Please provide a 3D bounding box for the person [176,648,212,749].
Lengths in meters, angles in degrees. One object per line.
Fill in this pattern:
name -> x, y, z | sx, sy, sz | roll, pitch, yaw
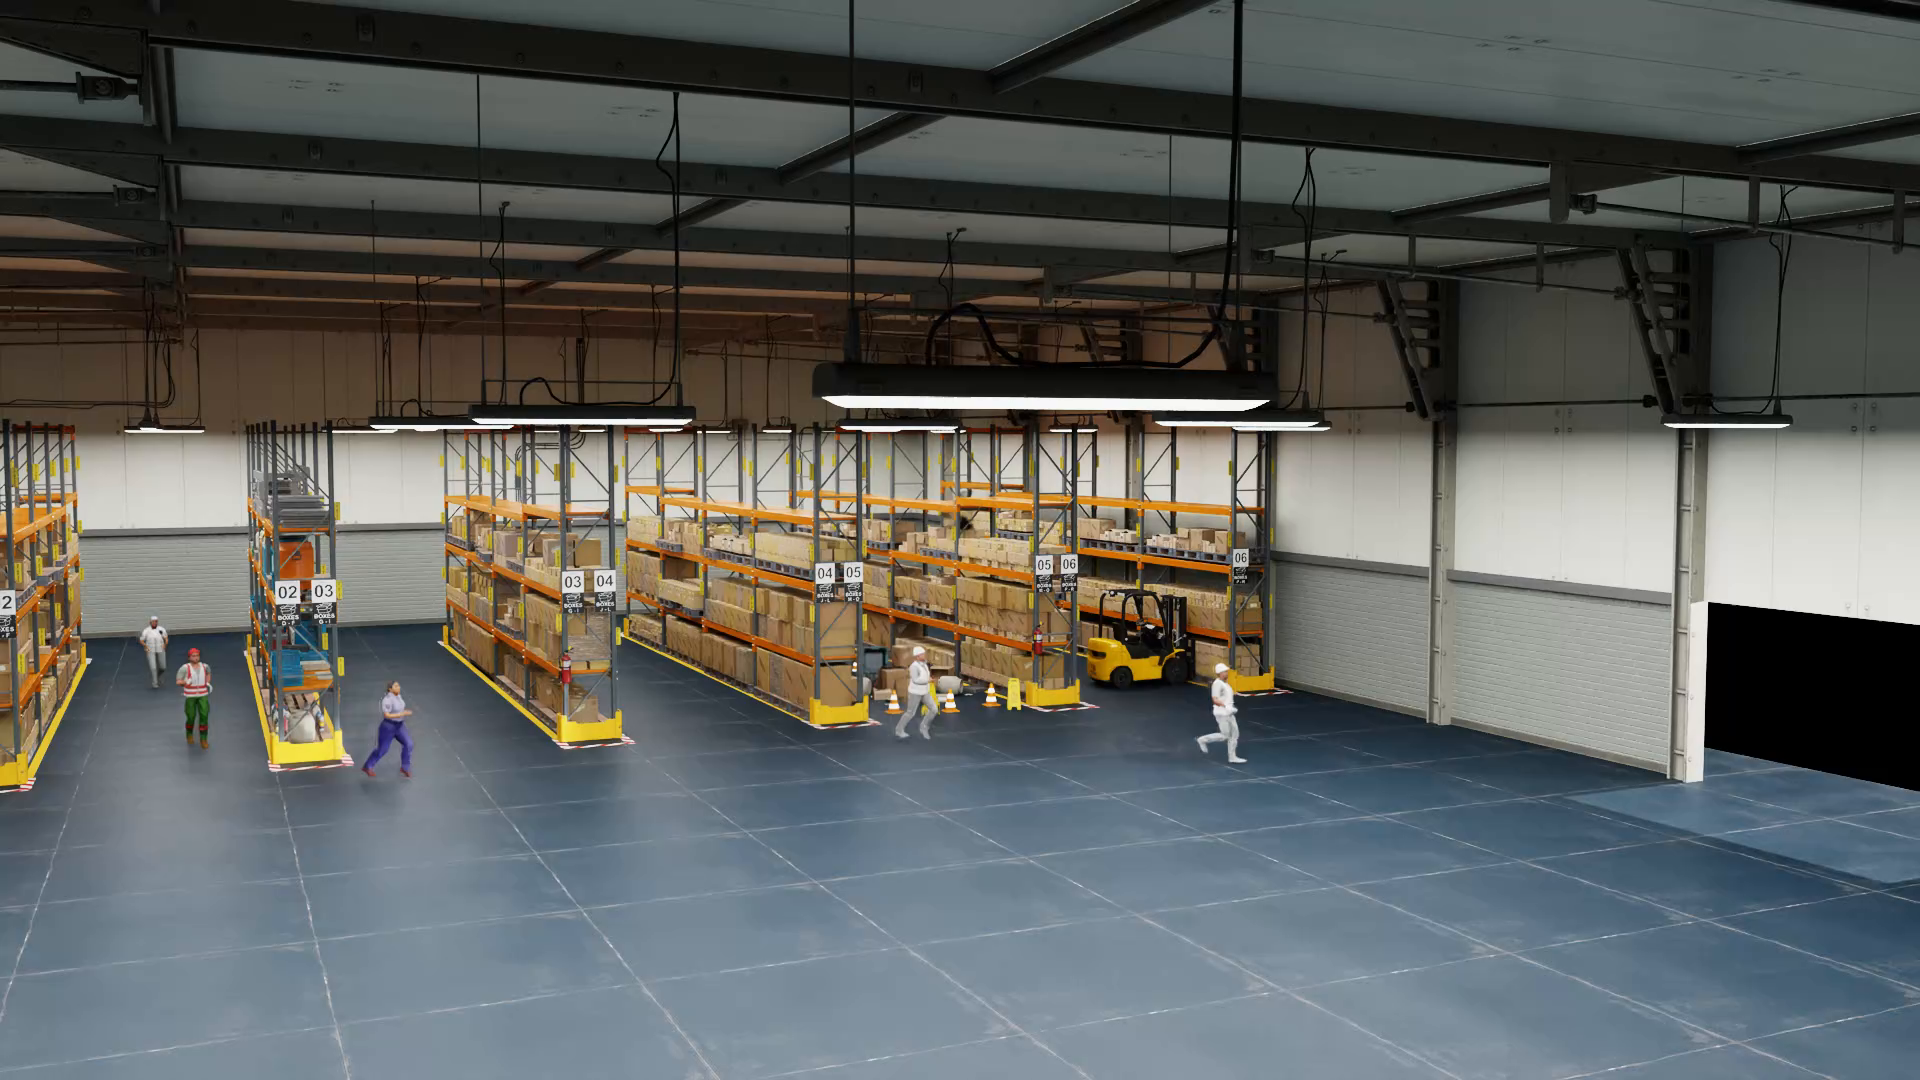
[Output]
person -> -14.017, 2.884, 30.499 | 0.645, 1.800, 0.899 | -3, 4, -37

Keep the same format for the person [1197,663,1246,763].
person -> 4.606, 3.036, 29.164 | 0.855, 1.750, 0.696 | 1, 4, 20

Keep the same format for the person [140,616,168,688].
person -> -18.337, 2.547, 37.871 | 0.604, 1.616, 0.575 | -2, 4, -33

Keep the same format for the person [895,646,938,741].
person -> -0.775, 2.883, 31.265 | 0.873, 1.788, 0.662 | 2, 4, 29

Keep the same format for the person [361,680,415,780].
person -> -9.508, 3.181, 27.737 | 0.881, 1.686, 0.611 | 1, 4, 13
